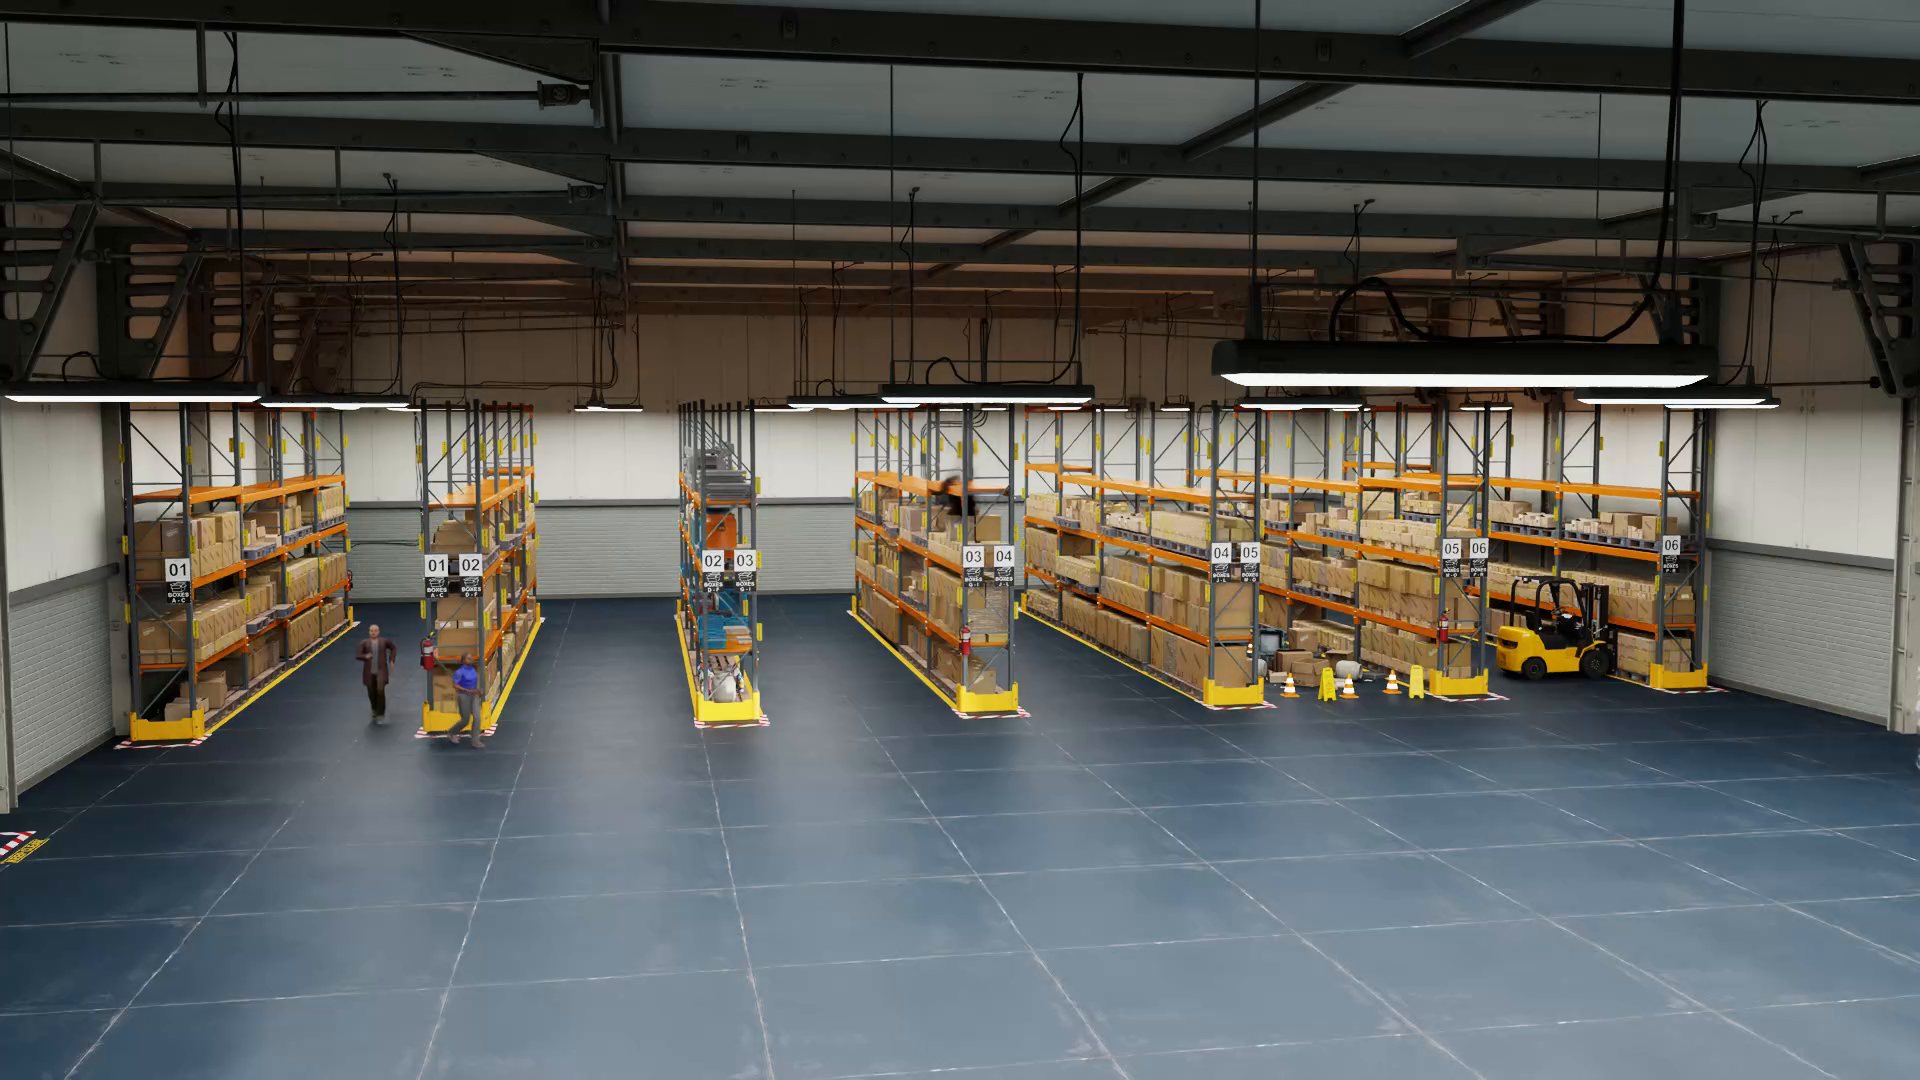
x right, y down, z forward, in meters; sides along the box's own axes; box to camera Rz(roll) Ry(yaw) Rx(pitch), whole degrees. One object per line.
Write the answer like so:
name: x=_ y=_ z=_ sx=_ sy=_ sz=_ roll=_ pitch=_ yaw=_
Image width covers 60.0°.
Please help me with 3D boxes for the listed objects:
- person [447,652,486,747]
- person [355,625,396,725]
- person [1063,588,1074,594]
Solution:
person: x=-8.493 y=2.742 z=28.632 sx=0.748 sy=1.636 sz=0.603 roll=2 pitch=5 yaw=26
person: x=-10.886 y=2.494 z=30.987 sx=0.677 sy=1.846 sz=0.865 roll=-1 pitch=4 yaw=-10
person: x=3.188 y=1.090 z=50.217 sx=0.639 sy=1.670 sz=0.552 roll=-1 pitch=4 yaw=-15
